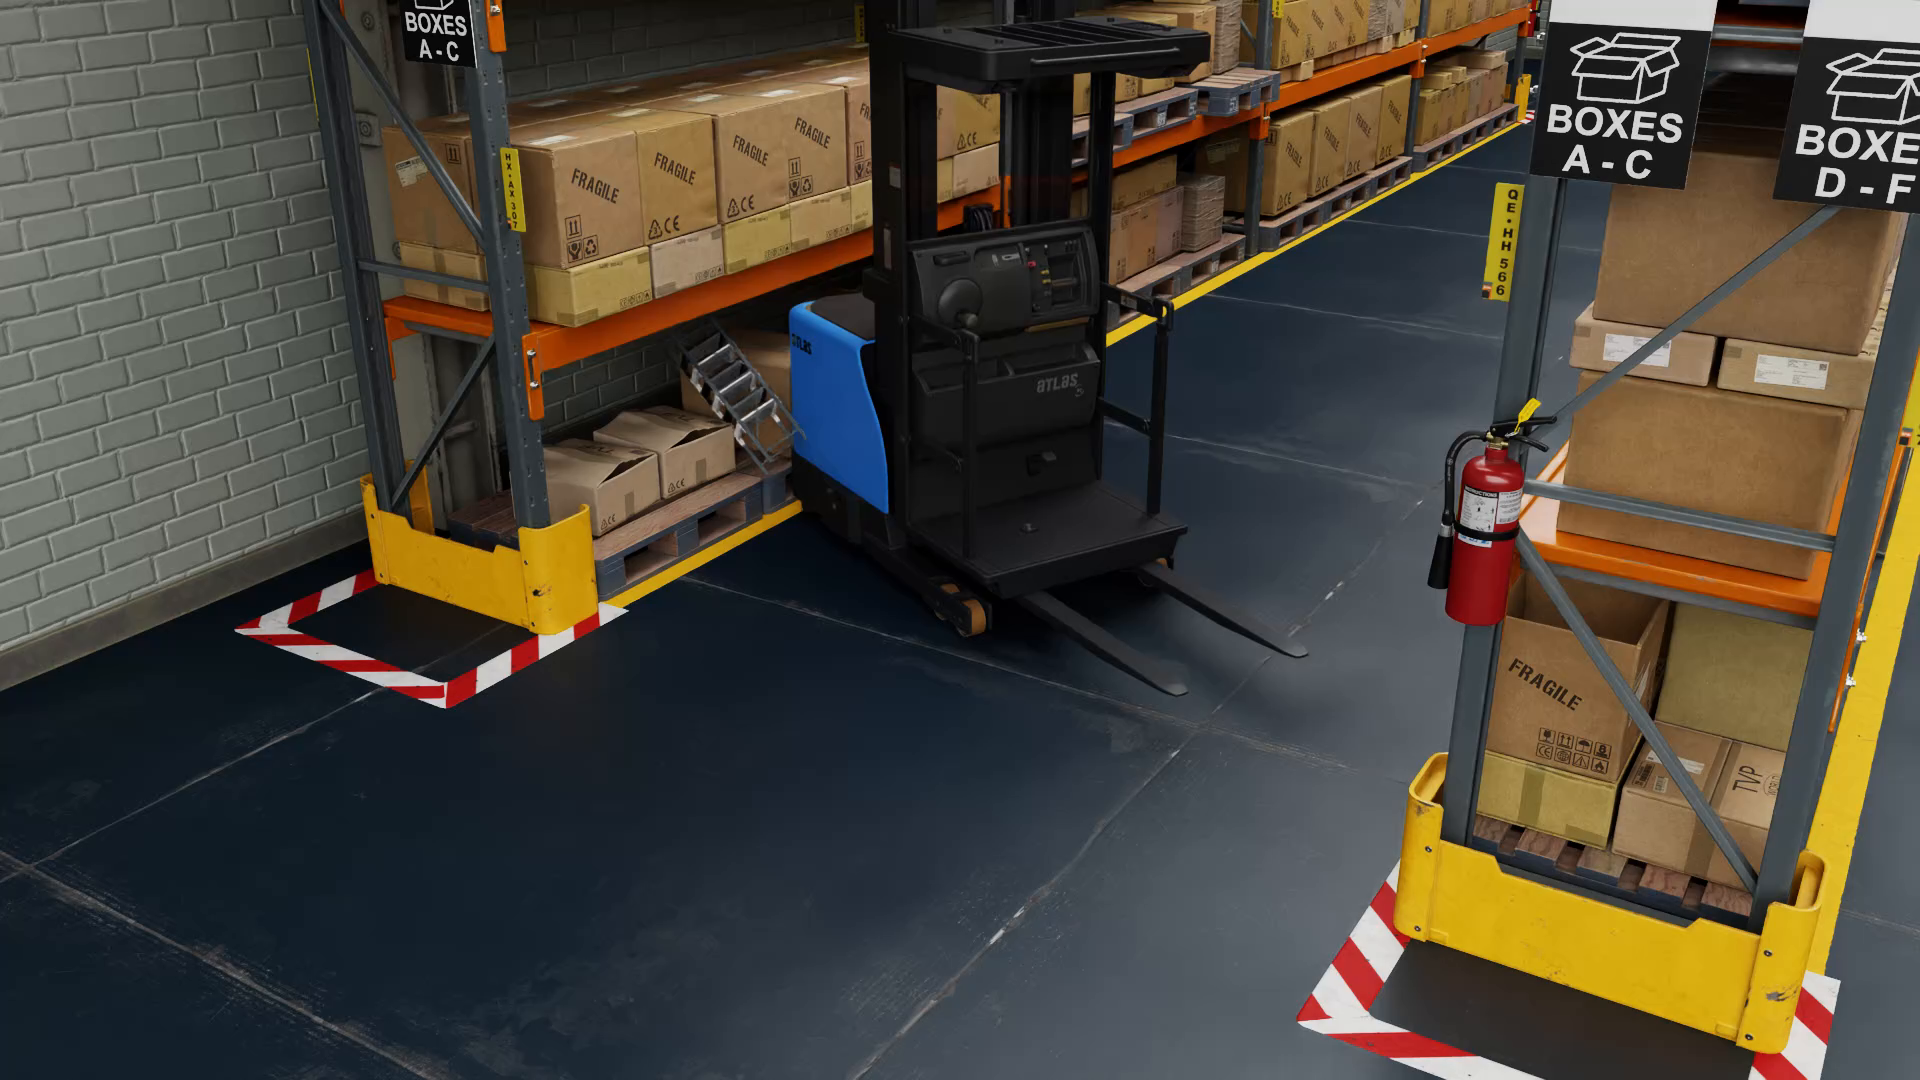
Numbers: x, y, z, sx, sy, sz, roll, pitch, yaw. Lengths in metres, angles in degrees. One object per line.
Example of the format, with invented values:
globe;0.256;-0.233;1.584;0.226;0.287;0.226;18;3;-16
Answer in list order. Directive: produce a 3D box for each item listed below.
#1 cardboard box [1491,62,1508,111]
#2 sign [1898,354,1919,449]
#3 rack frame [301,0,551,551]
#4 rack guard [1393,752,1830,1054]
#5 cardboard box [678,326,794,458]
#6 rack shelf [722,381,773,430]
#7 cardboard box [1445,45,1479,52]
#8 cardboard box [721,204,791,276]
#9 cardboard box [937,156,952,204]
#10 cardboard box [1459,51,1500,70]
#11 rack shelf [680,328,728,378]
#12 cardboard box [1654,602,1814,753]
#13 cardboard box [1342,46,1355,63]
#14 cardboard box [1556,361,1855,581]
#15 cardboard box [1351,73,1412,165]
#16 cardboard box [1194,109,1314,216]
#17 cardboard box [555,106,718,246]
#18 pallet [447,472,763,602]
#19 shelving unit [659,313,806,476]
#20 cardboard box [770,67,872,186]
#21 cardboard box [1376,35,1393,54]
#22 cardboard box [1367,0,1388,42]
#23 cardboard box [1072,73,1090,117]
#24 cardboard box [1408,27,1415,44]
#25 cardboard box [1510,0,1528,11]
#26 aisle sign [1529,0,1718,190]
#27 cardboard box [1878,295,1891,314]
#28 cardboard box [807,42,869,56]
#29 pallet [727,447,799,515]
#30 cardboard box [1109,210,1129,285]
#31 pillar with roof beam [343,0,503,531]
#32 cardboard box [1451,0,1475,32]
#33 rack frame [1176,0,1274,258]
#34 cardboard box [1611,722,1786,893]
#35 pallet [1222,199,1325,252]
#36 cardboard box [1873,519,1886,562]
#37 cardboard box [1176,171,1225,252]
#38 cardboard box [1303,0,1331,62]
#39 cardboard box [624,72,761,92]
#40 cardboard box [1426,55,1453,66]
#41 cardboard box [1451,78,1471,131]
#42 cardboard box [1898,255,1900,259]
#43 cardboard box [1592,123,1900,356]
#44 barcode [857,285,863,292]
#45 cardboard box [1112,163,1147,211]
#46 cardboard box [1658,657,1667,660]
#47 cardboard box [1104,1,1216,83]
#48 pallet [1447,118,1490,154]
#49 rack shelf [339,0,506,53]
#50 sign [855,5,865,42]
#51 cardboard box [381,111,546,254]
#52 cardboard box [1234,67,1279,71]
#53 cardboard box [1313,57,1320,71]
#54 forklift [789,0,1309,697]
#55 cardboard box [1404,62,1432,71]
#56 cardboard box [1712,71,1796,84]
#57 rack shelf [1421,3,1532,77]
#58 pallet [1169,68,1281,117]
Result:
cardboard box;5.921;-5.293;19.318;0.700;0.500;0.500;14;27;29
sign;2.444;-0.382;4.168;0.100;0.325;0.005;14;27;29
rack frame;-2.235;-1.104;7.024;1.000;3.000;0.127;14;27;29
rack guard;1.963;1.088;5.107;1.175;0.500;0.348;14;27;29
cardboard box;-1.063;-0.803;8.922;0.700;0.500;0.500;12;26;26
rack shelf;-1.077;-0.675;8.435;0.258;0.077;0.200;-37;-6;-20
cardboard box;5.817;-5.674;19.383;0.380;0.149;0.250;14;27;29
cardboard box;-1.172;-1.491;8.083;0.500;0.250;0.500;13;27;28
cardboard box;-0.387;-2.005;9.268;0.500;0.250;0.500;14;27;29
cardboard box;5.874;-5.422;18.801;0.380;0.149;0.250;15;27;30
rack shelf;-1.300;-0.956;8.469;0.258;0.077;0.200;-37;-6;-20
cardboard box;2.710;0.354;5.644;0.500;0.500;0.500;14;27;29
cardboard box;3.300;-4.368;14.855;0.380;0.149;0.250;15;27;31
cardboard box;2.233;-0.268;4.967;0.700;0.500;0.500;14;27;29
cardboard box;3.863;-4.114;16.154;0.750;0.750;0.750;14;27;30
cardboard box;2.484;-3.231;14.115;0.750;0.750;0.750;13;27;28
cardboard box;-1.459;-1.651;7.509;0.500;0.500;0.500;14;27;29
pallet;-1.736;-0.117;8.254;1.003;0.211;1.213;14;27;29
shelving unit;-1.153;-0.771;8.447;0.258;0.900;0.210;-37;-6;-20
cardboard box;-0.645;-2.177;8.722;0.500;0.500;0.500;13;27;27
cardboard box;3.780;-4.605;15.403;0.380;0.149;0.250;14;27;29
cardboard box;3.533;-4.795;15.025;0.500;0.500;0.500;14;27;29
cardboard box;0.473;-3.054;10.848;0.700;0.500;0.500;17;29;34
cardboard box;4.157;-4.875;16.025;0.380;0.149;0.250;14;27;29
cardboard box;5.944;-6.468;19.037;0.980;0.700;0.700;15;28;31
aisle sign;1.691;-1.300;4.204;0.394;0.787;0.004;14;27;29
cardboard box;2.635;-0.672;5.083;0.380;0.149;0.250;14;27;29
cardboard box;-0.550;-2.624;9.755;0.500;0.500;0.500;13;27;28
pallet;-1.092;-0.527;9.201;1.003;0.211;1.213;14;27;29
cardboard box;0.783;-2.109;11.940;0.700;0.500;0.500;14;27;30
pillar with roof beam;1.057;-3.372;4.713;9.100;9.000;0.400;14;27;29
cardboard box;4.785;-5.717;17.302;0.980;0.700;0.700;13;27;28
rack frame;1.985;-3.804;13.262;1.000;3.000;0.127;14;27;29
cardboard box;2.447;0.868;5.403;0.500;0.250;0.500;14;27;29
pallet;2.465;-2.775;14.394;1.003;0.211;1.213;14;27;29
cardboard box;4.027;-0.146;7.743;0.500;0.250;0.500;14;27;29
cardboard box;1.650;-2.605;13.084;0.700;0.500;0.500;14;27;30
cardboard box;2.743;-4.281;13.837;0.500;0.500;0.500;15;28;31
cardboard box;-1.358;-2.105;8.557;0.500;0.500;0.500;14;27;30
cardboard box;5.284;-5.333;18.594;0.380;0.149;0.250;14;27;30
cardboard box;5.117;-4.772;18.116;0.700;0.500;0.500;15;27;30
cardboard box;3.043;-0.933;5.687;0.380;0.149;0.250;13;27;28
cardboard box;2.261;-0.881;4.751;0.700;0.500;0.500;14;27;29
barcode;-0.614;-1.524;10.184;0.001;0.075;0.075;14;27;29
cardboard box;1.029;-2.595;12.118;0.500;0.250;0.500;14;27;29
cardboard box;2.523;0.419;6.440;0.500;0.250;0.500;14;27;29
cardboard box;1.474;-3.697;12.334;0.700;0.500;0.500;11;26;24
pallet;5.205;-4.528;18.444;1.003;0.211;1.213;14;27;29
rack shelf;-1.180;-2.825;8.131;1.077;0.370;4.000;14;27;29
sign;-0.598;-3.100;10.179;0.100;0.325;0.005;14;27;29
cardboard box;-2.167;-1.592;7.372;0.500;0.500;0.500;14;27;28
cardboard box;2.355;-3.761;13.452;0.380;0.149;0.250;13;27;28
cardboard box;2.865;-4.116;14.273;0.380;0.149;0.250;15;27;30
forklift;0.326;-1.131;7.173;1.130;2.935;3.031;-14;27;-28
cardboard box;4.880;-5.073;17.995;0.380;0.149;0.250;14;27;29
cardboard box;3.063;-1.399;5.948;0.700;0.500;0.500;14;27;29
rack shelf;5.150;-5.499;18.082;1.077;0.370;4.000;14;27;29
pallet;1.700;-3.453;12.693;1.213;0.211;1.003;14;27;29
